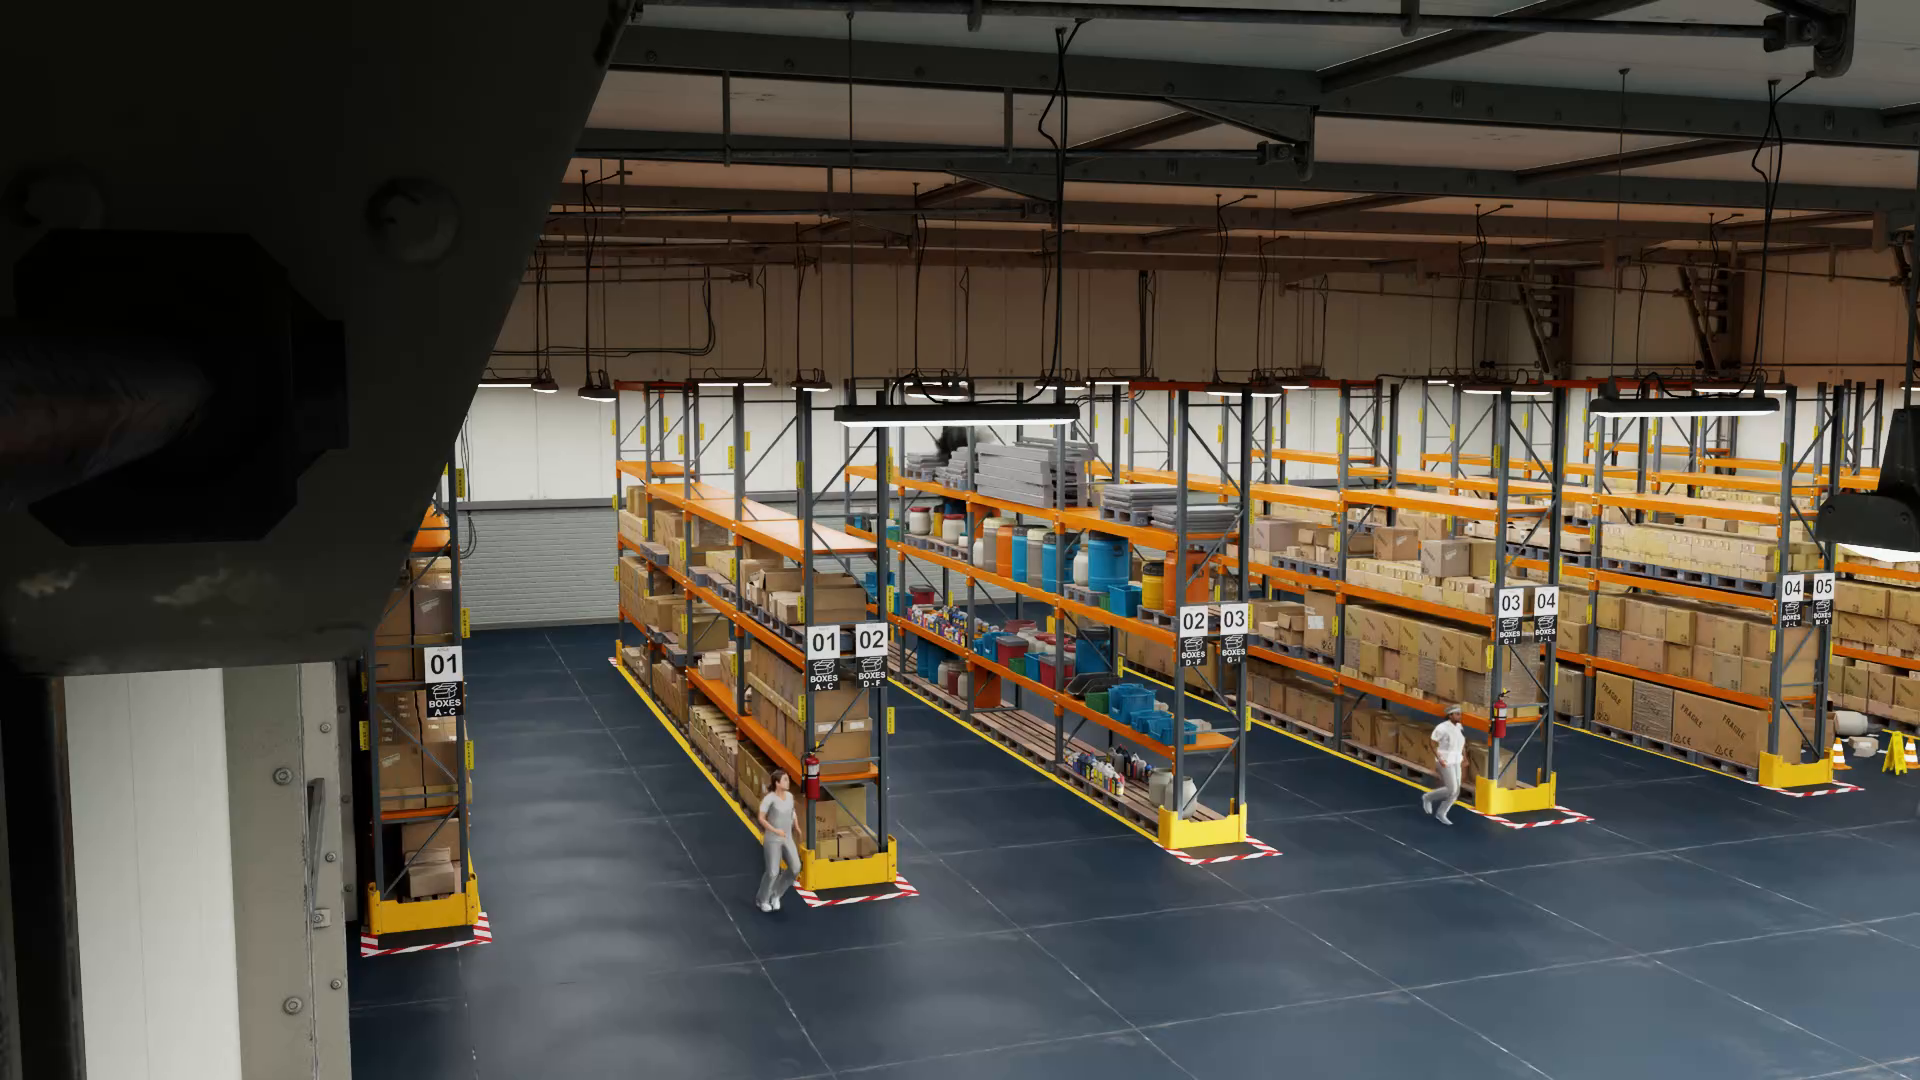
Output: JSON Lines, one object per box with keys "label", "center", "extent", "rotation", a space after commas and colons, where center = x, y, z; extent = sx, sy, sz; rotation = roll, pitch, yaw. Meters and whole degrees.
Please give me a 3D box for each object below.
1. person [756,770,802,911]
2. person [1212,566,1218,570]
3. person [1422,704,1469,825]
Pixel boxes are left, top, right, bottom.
{"label": "person", "center": [-2.061, 3.480, 19.283], "extent": [0.635, 1.632, 0.565], "rotation": [-6, 8, -45]}
{"label": "person", "center": [5.891, 1.416, 38.782], "extent": [0.691, 1.667, 0.698], "rotation": [0, 6, 2]}
{"label": "person", "center": [6.793, 3.092, 23.105], "extent": [0.560, 1.674, 0.535], "rotation": [-4, 7, -36]}
